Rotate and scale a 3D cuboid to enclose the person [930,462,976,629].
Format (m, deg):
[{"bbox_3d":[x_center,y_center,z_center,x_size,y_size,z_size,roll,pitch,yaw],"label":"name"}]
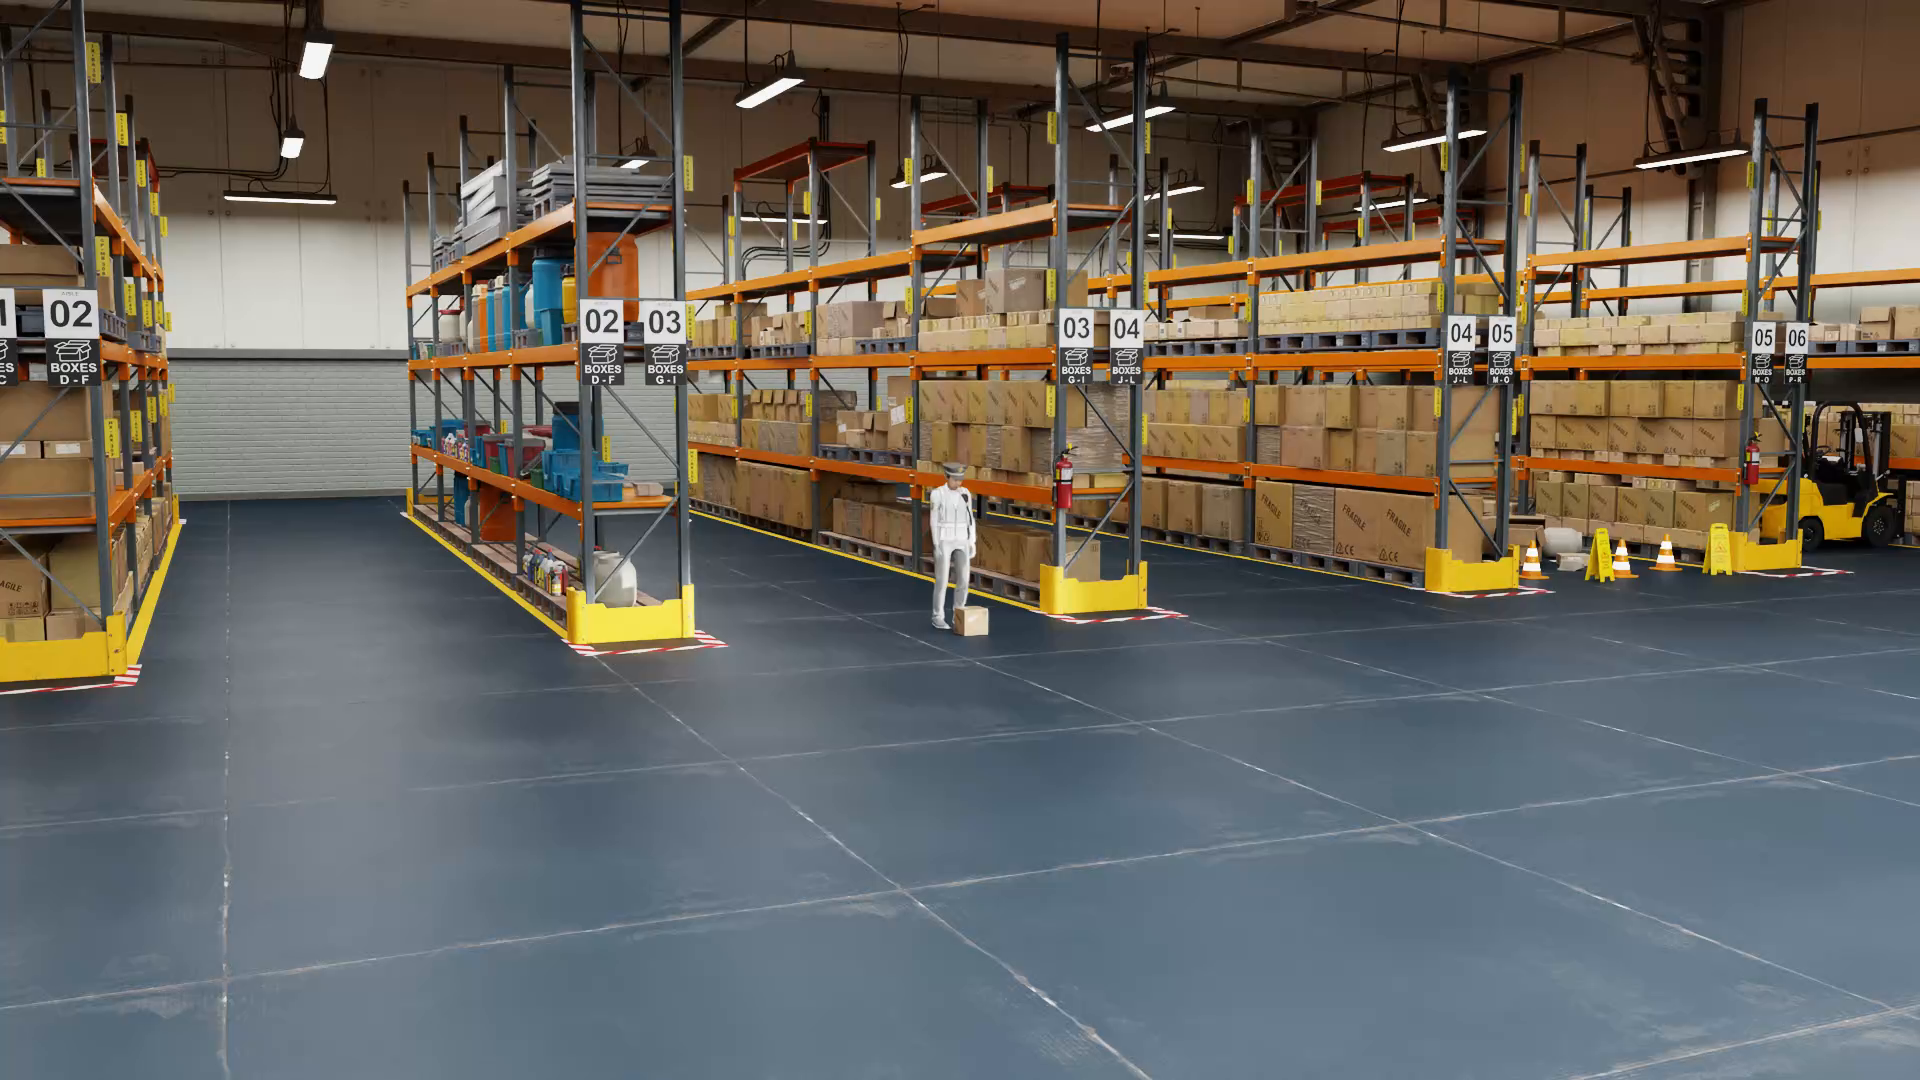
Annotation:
[{"bbox_3d":[-0.067,0.050,16.566,0.476,1.661,0.337,-2,6,-23],"label":"person"}]
